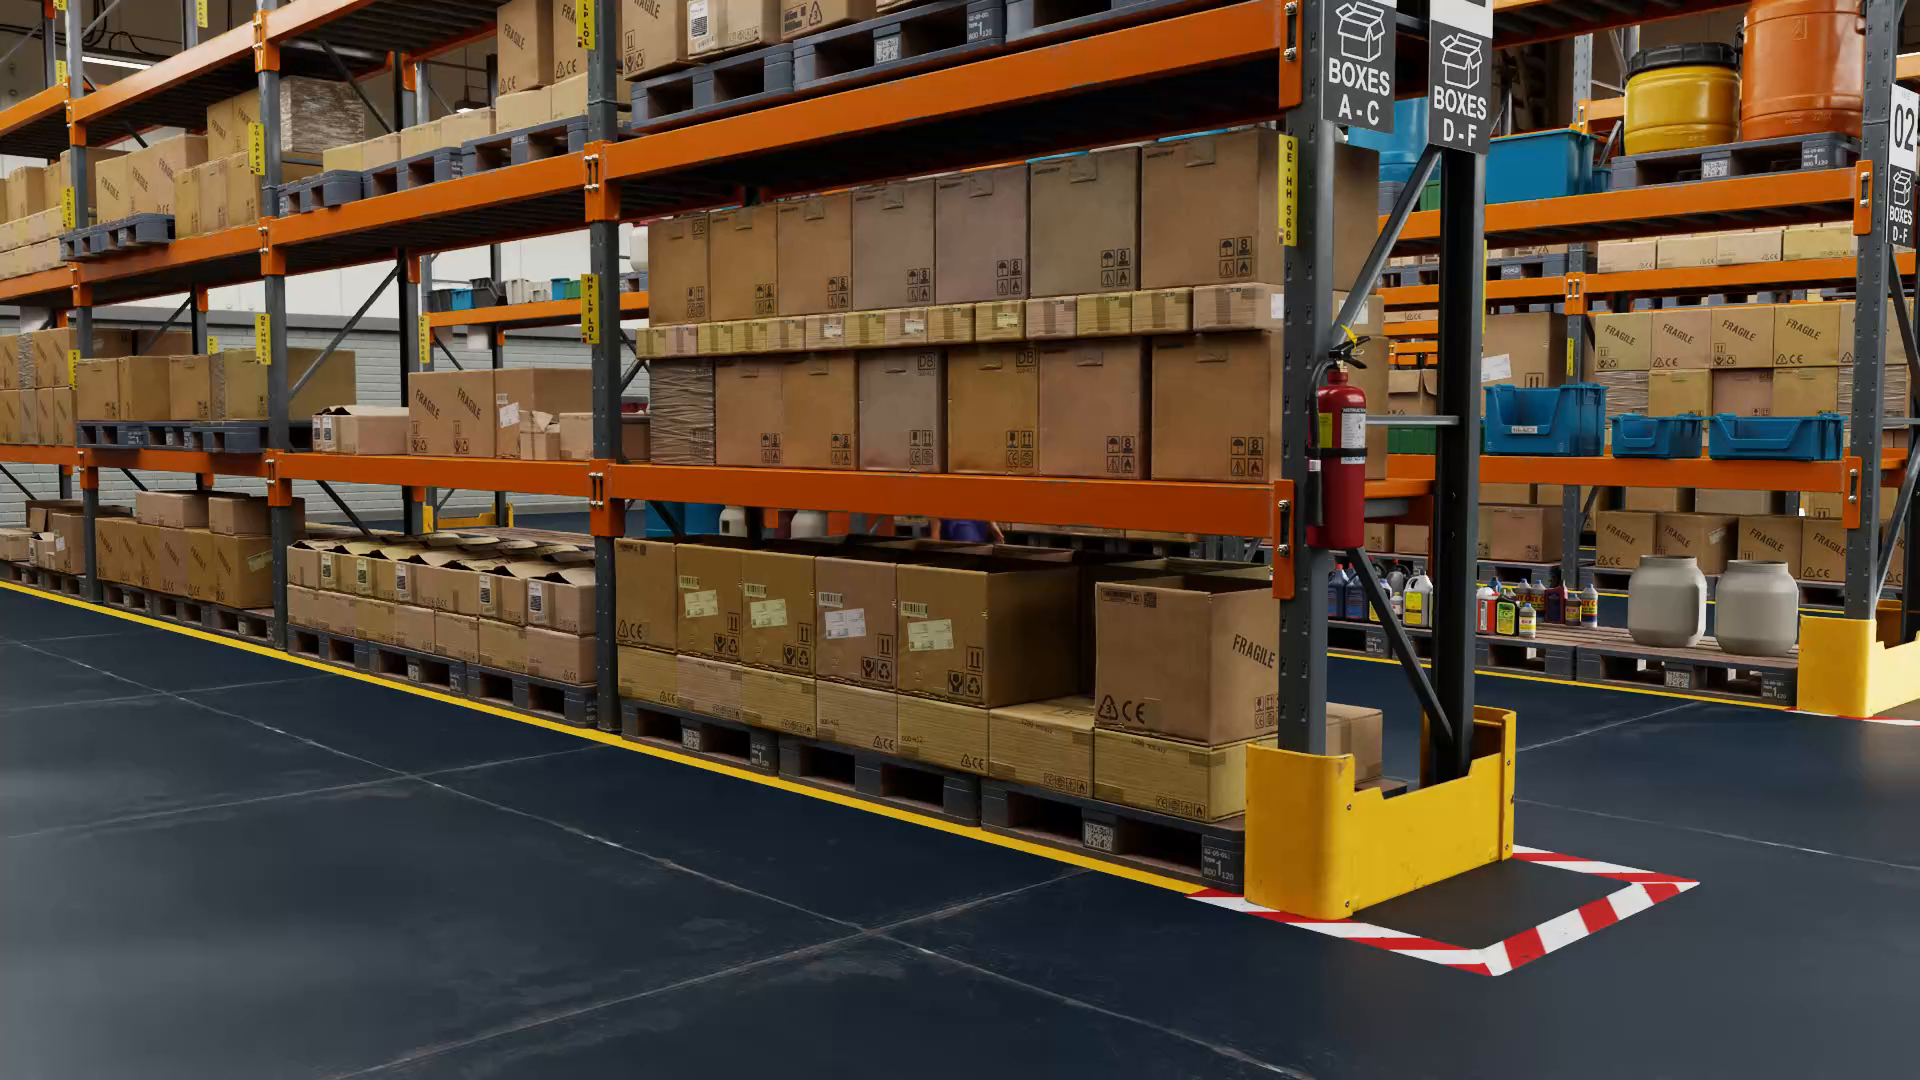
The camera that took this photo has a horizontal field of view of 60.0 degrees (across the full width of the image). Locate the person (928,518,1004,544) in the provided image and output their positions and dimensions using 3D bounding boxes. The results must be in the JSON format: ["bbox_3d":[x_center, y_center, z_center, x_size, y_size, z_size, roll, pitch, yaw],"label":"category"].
[{"bbox_3d":[0.037,-0.028,10.091,0.478,1.696,0.487,2,5,26],"label":"person"}]
